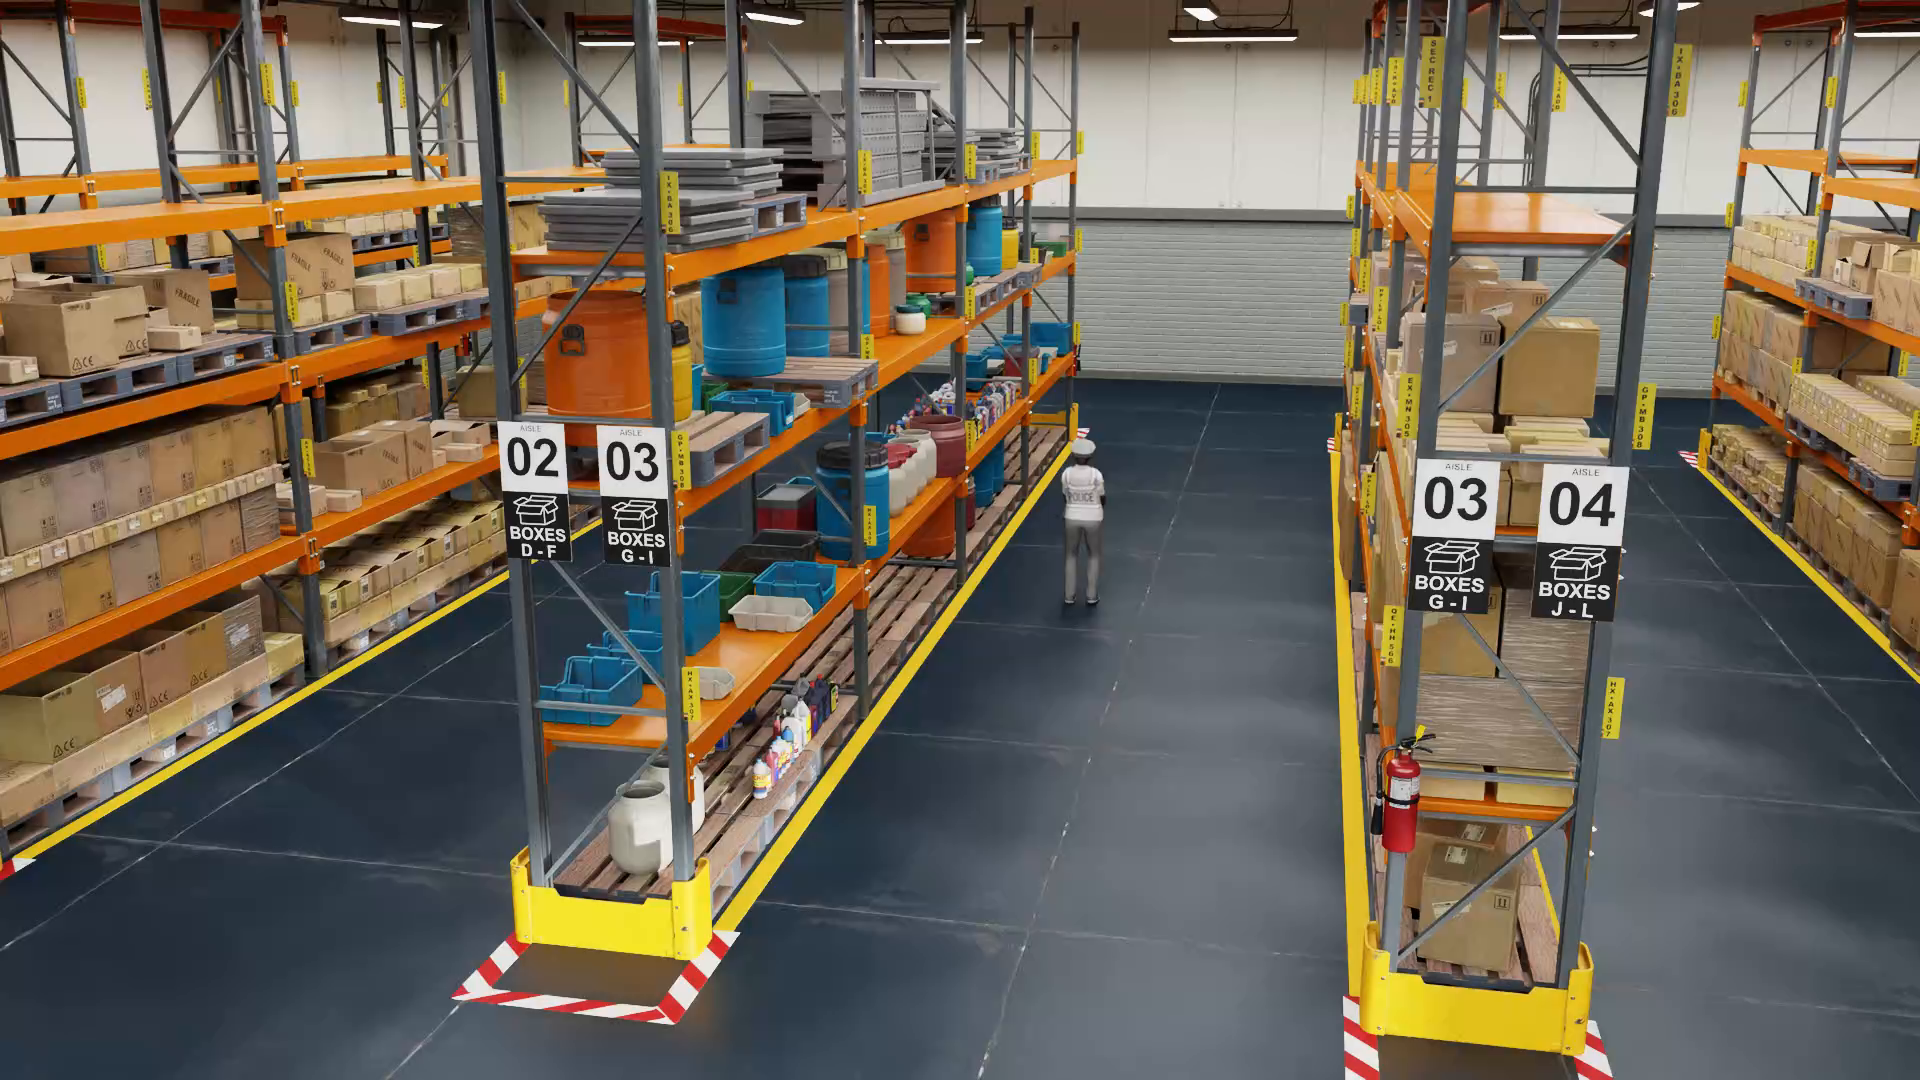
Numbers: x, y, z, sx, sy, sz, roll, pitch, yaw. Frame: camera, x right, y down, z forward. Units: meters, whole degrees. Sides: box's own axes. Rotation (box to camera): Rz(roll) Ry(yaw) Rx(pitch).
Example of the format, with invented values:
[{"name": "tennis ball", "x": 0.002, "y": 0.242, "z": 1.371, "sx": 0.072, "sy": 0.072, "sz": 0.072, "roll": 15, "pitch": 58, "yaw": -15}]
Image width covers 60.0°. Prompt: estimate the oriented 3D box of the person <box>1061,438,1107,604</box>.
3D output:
[{"name": "person", "x": 1.250, "y": -0.201, "z": 16.731, "sx": 0.448, "sy": 1.691, "sz": 0.516, "roll": 3, "pitch": 15, "yaw": 12}]
